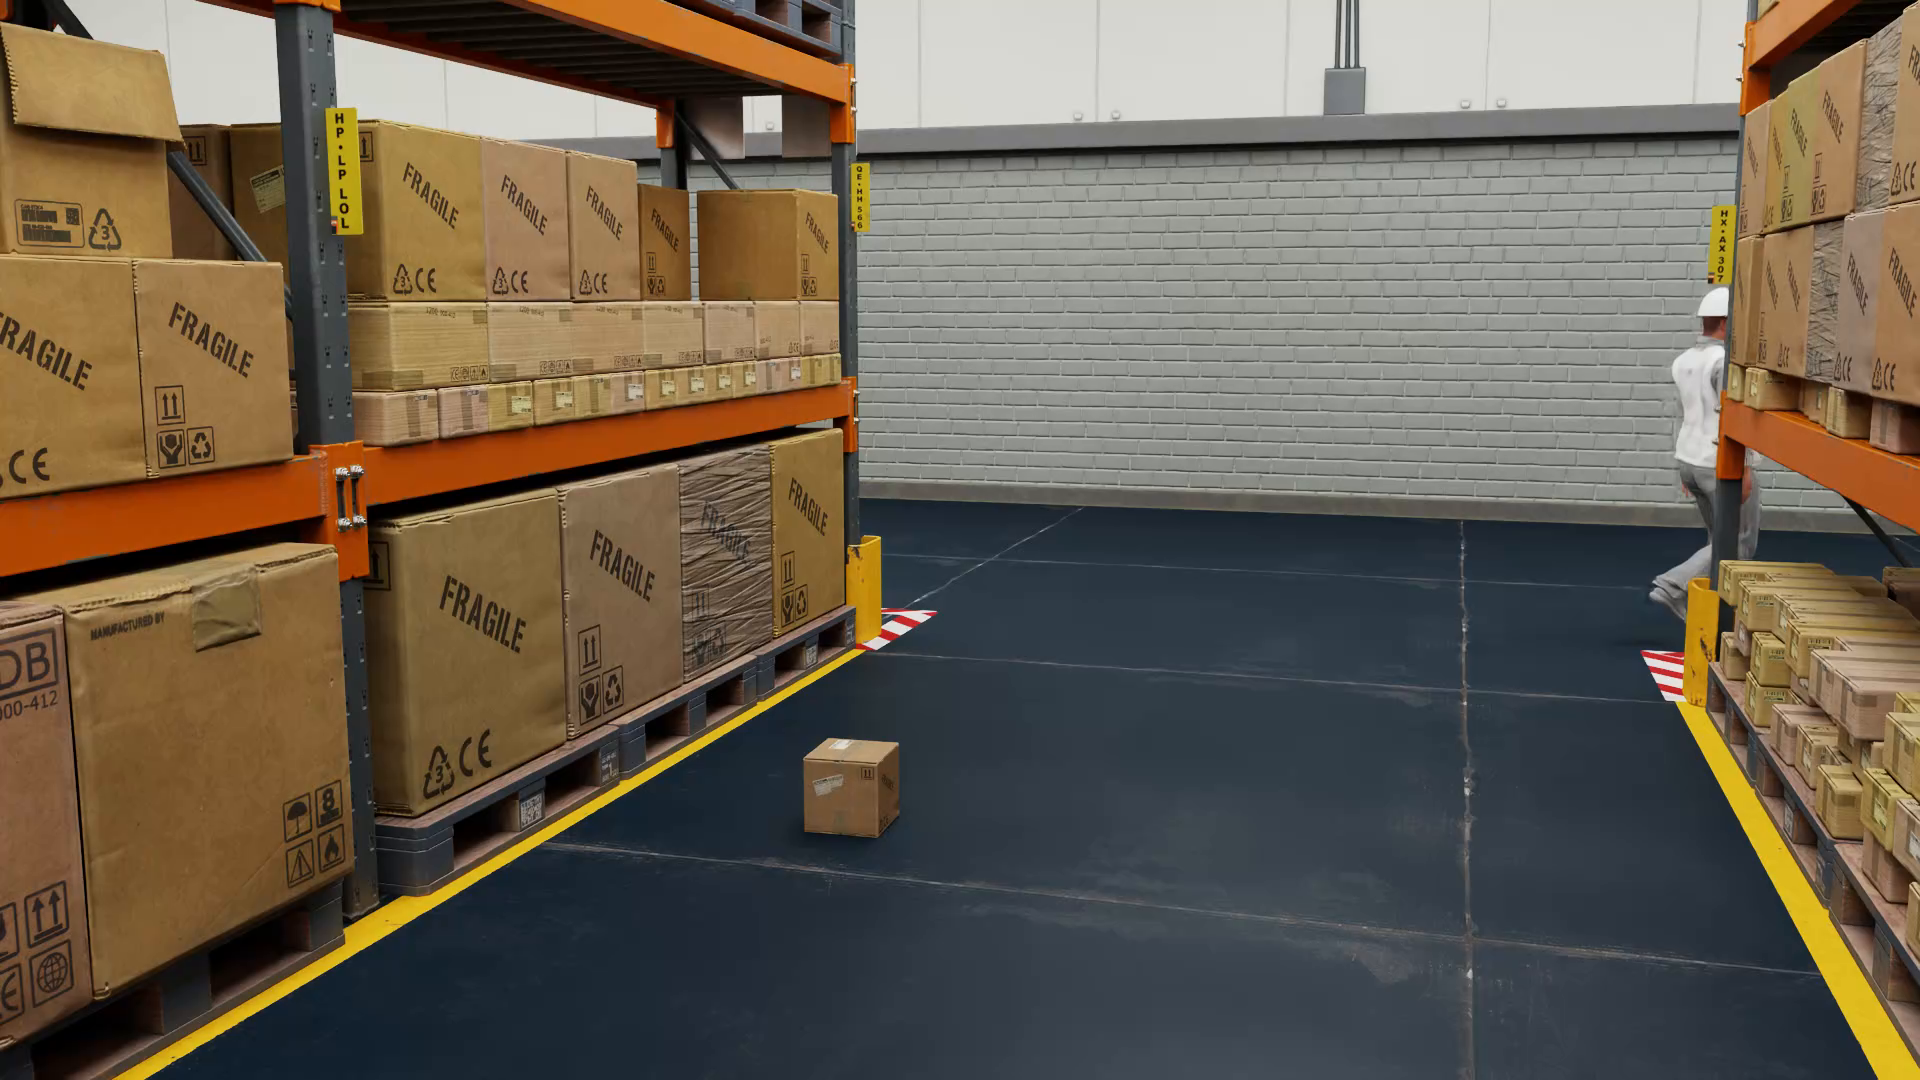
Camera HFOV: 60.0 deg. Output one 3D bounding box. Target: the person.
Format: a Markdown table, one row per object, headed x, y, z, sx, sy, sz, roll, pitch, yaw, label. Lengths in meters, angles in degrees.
| x | y | z | sx | sy | sz | roll | pitch | yaw | label |
| --- | --- | --- | --- | --- | --- | --- | --- | --- | --- |
| 3.800 | -0.379 | 8.335 | 0.763 | 1.748 | 0.556 | -1 | 8 | -6 | person |
